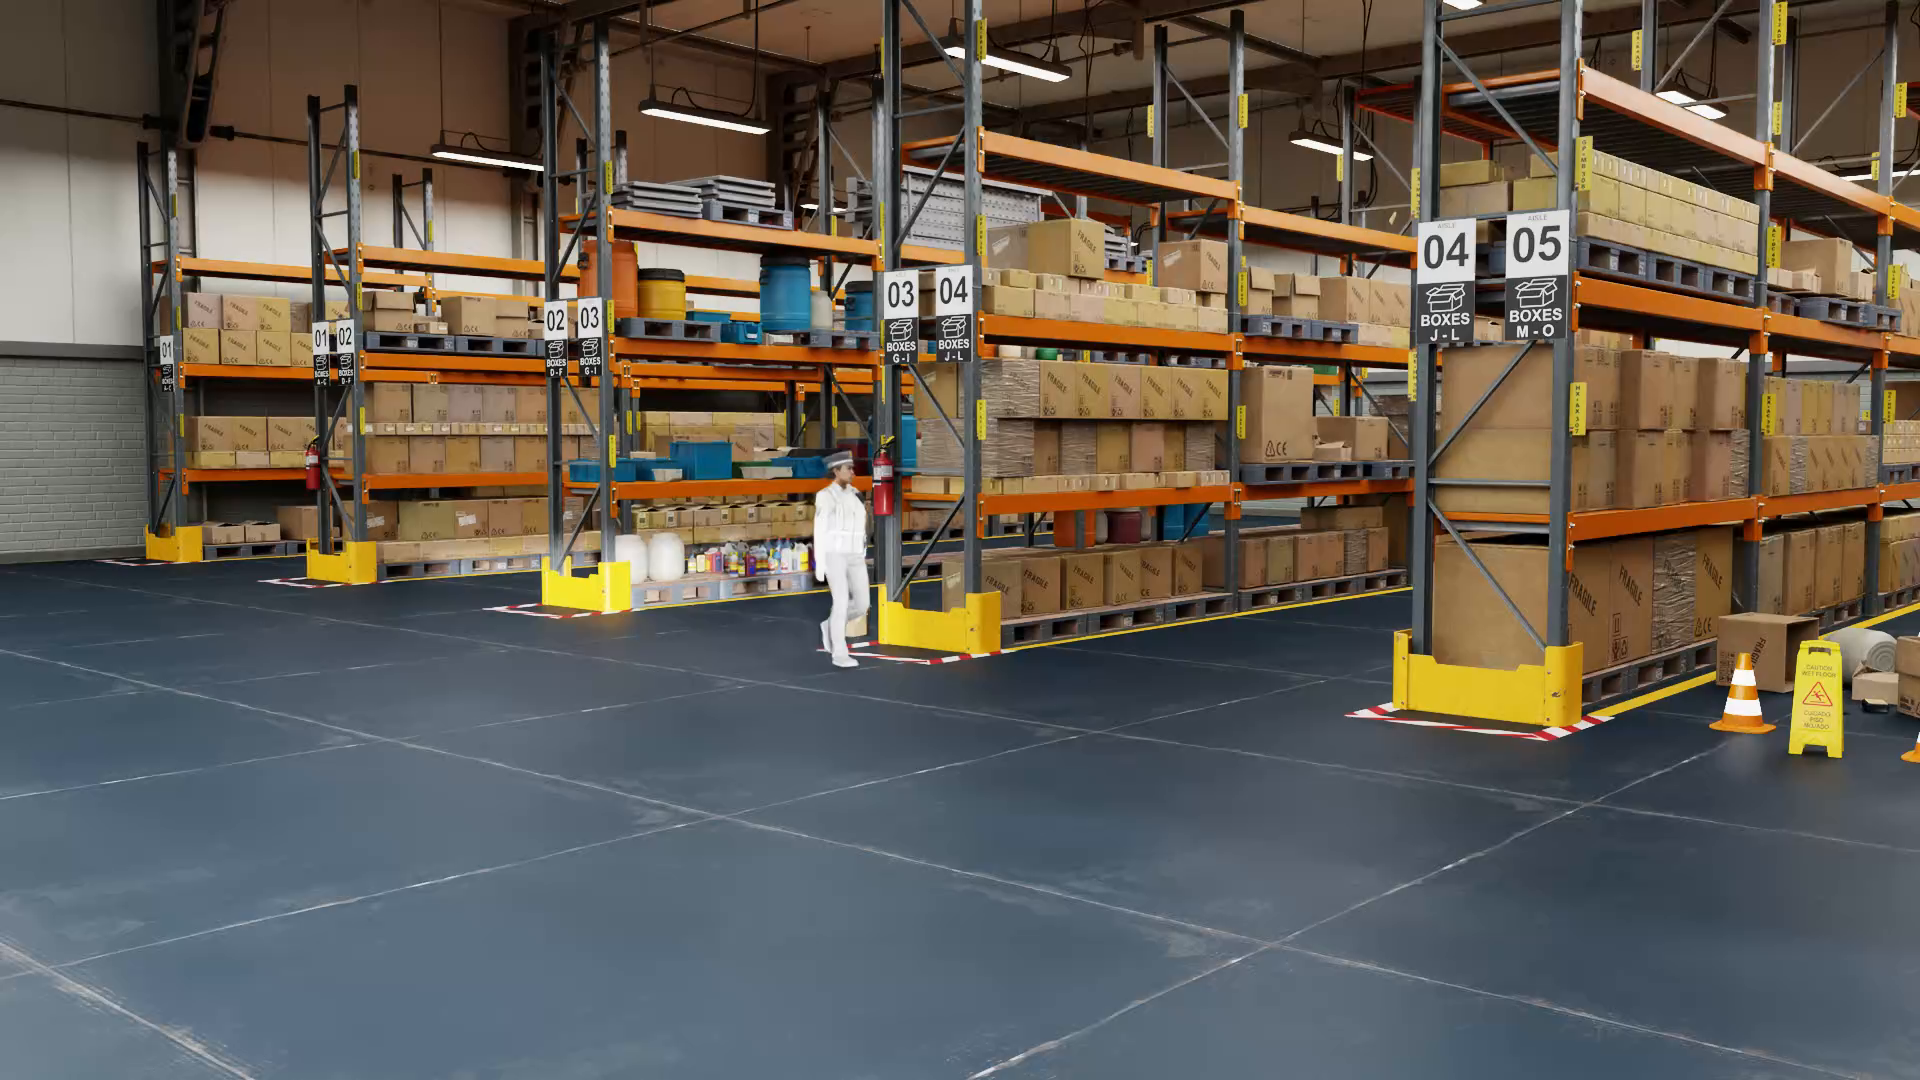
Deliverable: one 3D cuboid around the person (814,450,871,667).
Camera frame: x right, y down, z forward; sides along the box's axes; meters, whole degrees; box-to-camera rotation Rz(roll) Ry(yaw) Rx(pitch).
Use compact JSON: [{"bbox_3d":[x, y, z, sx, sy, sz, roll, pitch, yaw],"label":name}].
[{"bbox_3d":[-0.929,0.131,12.977,0.511,1.666,0.585,-3,5,-43],"label":"person"}]
